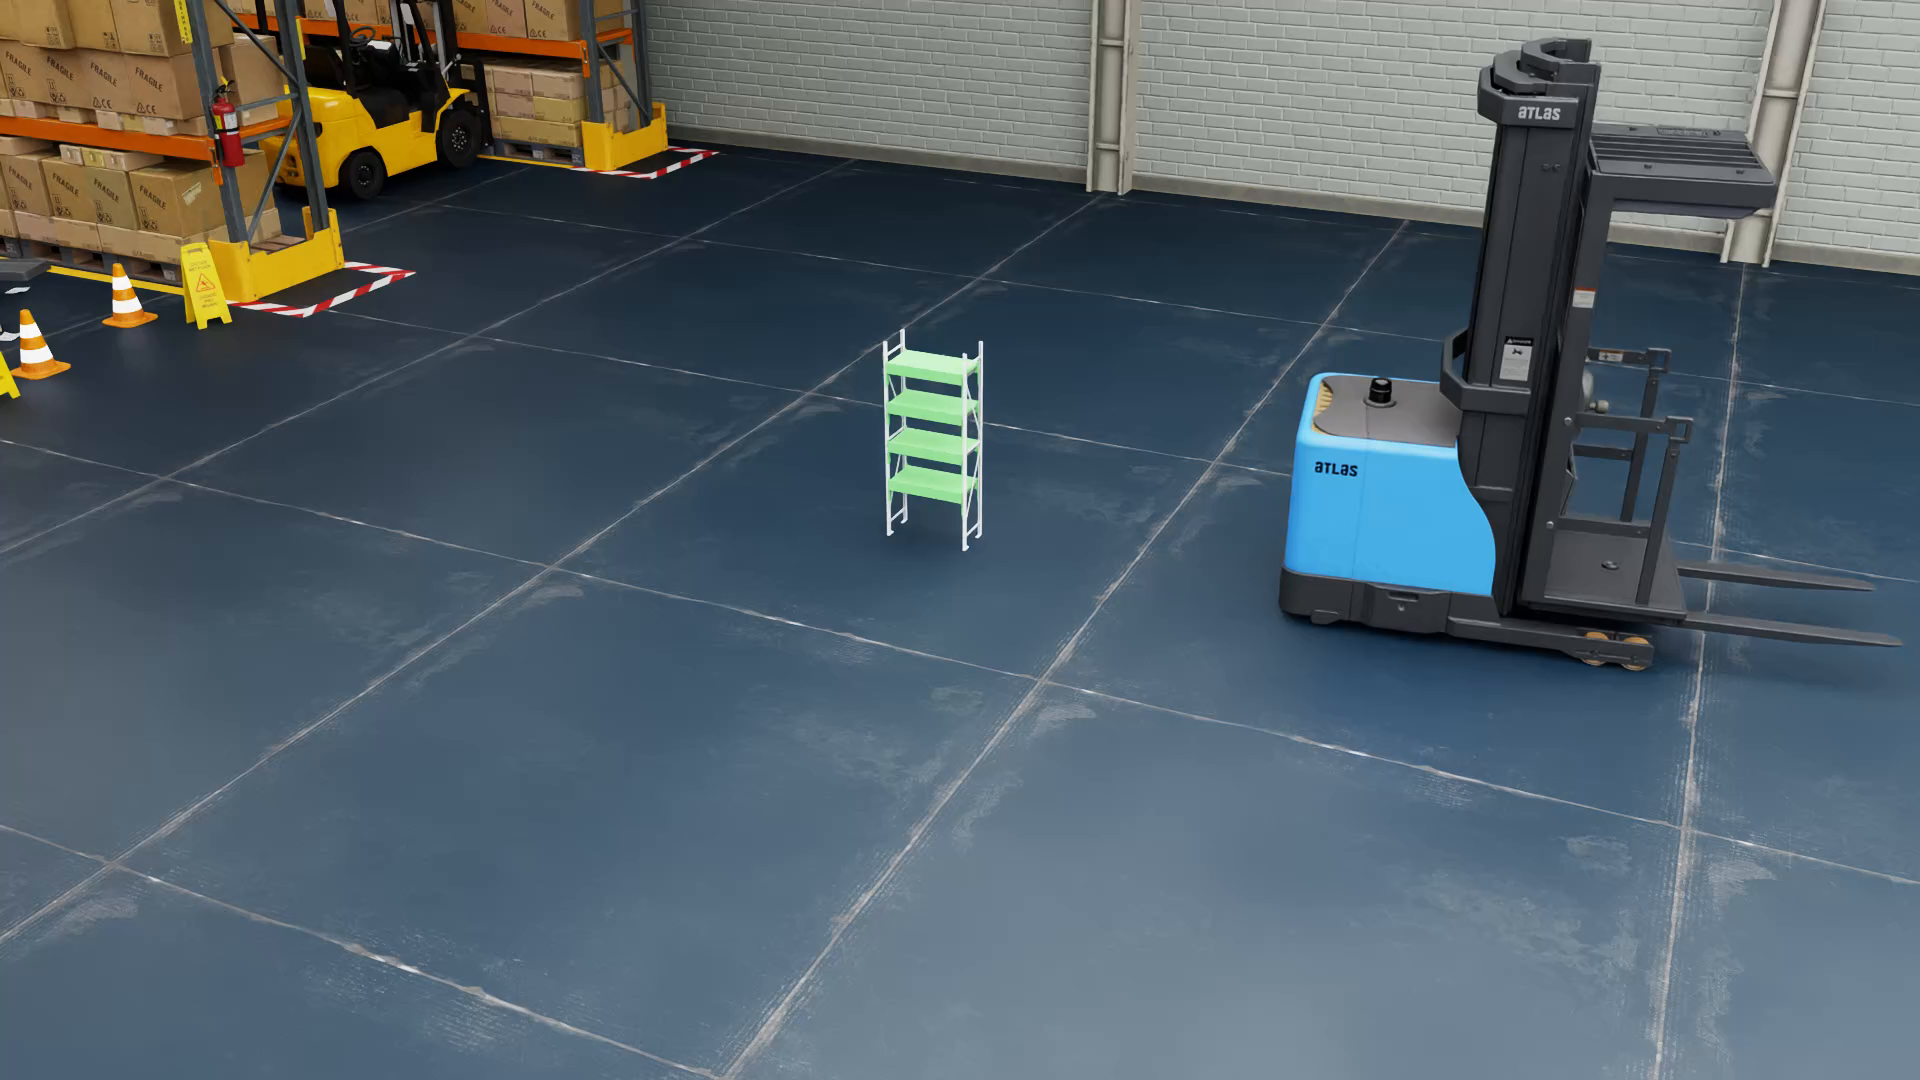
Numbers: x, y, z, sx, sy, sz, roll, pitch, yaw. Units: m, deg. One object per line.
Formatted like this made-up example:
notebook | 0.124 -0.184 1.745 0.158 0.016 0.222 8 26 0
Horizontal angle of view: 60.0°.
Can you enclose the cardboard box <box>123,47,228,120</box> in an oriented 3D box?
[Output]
cardboard box | -6.331 -3.714 13.448 0.500 0.500 0.500 11 28 21

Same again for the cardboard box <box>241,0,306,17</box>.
cardboard box | -7.880 -6.195 19.107 0.500 0.250 0.500 12 29 23

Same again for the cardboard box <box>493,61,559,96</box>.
cardboard box | -4.687 -4.997 18.009 0.500 0.250 0.500 12 29 23

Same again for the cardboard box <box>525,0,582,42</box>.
cardboard box | -4.229 -5.573 17.561 0.500 0.500 0.500 11 28 21

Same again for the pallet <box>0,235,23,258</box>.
pallet | -8.738 -2.919 15.440 1.213 0.211 1.003 11 28 22

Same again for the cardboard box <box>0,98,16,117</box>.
cardboard box | -8.050 -3.742 14.239 0.250 0.149 0.380 12 28 22

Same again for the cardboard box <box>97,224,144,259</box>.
cardboard box | -7.039 -2.640 14.353 0.500 0.250 0.500 11 28 22

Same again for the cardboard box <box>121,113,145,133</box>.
cardboard box | -6.653 -3.474 13.695 0.250 0.149 0.380 11 28 21

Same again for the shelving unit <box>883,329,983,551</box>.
shelving unit | -0.151 -0.569 9.546 0.503 1.200 0.258 11 28 22

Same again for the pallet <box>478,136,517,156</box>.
pallet | -5.492 -4.640 18.934 1.213 0.211 1.003 11 28 22

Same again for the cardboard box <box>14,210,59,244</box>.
cardboard box | -7.964 -2.828 14.736 0.500 0.250 0.500 11 28 21

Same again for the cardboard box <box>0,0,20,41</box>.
cardboard box | -7.640 -4.474 13.860 0.500 0.500 0.700 11 28 21

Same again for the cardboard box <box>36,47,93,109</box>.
cardboard box | -7.239 -3.900 13.826 0.500 0.500 0.500 11 28 22

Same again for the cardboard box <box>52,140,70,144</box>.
cardboard box | -7.786 -3.385 15.017 0.500 0.500 0.500 13 29 24

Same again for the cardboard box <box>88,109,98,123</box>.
cardboard box | -7.075 -3.613 13.976 0.250 0.149 0.380 12 29 23

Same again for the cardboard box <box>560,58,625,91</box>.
cardboard box | -4.031 -5.111 18.241 0.500 0.250 0.500 11 28 21

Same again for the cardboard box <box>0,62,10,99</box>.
cardboard box | -8.161 -4.085 14.201 0.500 0.500 0.500 11 28 21

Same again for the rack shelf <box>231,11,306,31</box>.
rack shelf | -9.134 -6.318 20.002 4.000 0.370 1.077 11 28 22

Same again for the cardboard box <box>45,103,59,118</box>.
cardboard box | -7.536 -3.704 14.163 0.250 0.149 0.380 11 28 22

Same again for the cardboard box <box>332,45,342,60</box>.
cardboard box | -7.003 -5.464 18.958 0.500 0.250 0.500 11 28 21

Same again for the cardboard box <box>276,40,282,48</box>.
cardboard box | -8.496 -5.634 20.011 0.625 0.625 0.875 11 28 21

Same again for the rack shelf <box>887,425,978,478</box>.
rack shelf | -0.151 -0.511 9.575 0.480 0.148 0.258 11 28 22

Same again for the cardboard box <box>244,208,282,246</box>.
cardboard box | -6.343 -2.761 14.599 0.500 0.250 0.500 11 28 21

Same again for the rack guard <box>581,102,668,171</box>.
rack guard | -3.650 -4.418 18.158 0.348 0.500 1.175 11 28 22

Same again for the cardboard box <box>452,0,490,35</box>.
cardboard box | -5.164 -5.765 17.951 0.500 0.500 0.500 11 28 21

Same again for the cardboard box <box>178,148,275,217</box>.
cardboard box | -6.365 -3.101 14.442 0.500 0.500 0.500 10 28 20

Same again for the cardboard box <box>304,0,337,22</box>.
cardboard box | -7.017 -6.134 18.700 0.500 0.500 0.500 11 28 20

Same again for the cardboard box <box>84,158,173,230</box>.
cardboard box | -7.037 -2.974 14.184 0.500 0.500 0.500 12 29 24

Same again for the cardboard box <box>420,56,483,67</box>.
cardboard box | -5.609 -5.181 18.383 0.500 0.250 0.500 11 28 21

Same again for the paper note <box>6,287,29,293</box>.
paper note | -7.932 -2.108 13.998 0.148 0.019 0.142 2 26 4

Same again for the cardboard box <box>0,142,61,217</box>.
cardboard box | -7.976 -3.165 14.571 0.500 0.500 0.500 13 29 24

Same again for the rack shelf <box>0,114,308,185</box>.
rack shelf | -7.544 -3.590 14.461 4.000 0.370 1.077 11 28 22

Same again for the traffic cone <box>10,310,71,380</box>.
traffic cone | -6.799 -1.461 12.193 0.334 0.463 0.336 11 28 22

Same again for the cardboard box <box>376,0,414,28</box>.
cardboard box | -6.075 -5.953 18.333 0.500 0.500 0.500 11 28 21

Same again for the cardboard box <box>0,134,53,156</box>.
cardboard box | -8.135 -3.456 14.428 0.250 0.149 0.380 13 29 25

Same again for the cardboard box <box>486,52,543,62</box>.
cardboard box | -4.938 -5.297 18.618 0.500 0.250 0.500 11 28 21

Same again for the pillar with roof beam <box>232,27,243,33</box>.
pillar with roof beam | -11.176 -8.091 15.996 0.400 9.000 9.100 11 28 22

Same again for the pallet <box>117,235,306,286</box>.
pallet | -6.517 -2.473 14.534 1.213 0.211 1.003 11 28 22

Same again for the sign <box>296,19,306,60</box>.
sign | -5.499 -4.154 13.811 0.005 0.325 0.100 11 28 22

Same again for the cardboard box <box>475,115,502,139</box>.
cardboard box | -5.131 -4.647 18.431 0.500 0.250 0.500 12 29 22

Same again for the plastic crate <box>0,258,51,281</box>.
plastic crate | -8.275 -2.352 14.437 0.583 0.080 0.402 2 26 4

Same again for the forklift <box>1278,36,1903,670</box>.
forklift | 3.275 -0.917 8.293 3.031 2.935 1.130 7 27 14

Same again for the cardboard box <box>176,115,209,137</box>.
cardboard box | -6.152 -3.417 13.579 0.250 0.149 0.380 12 29 24

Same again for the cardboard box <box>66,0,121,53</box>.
cardboard box | -6.736 -4.275 13.456 0.500 0.500 0.700 12 29 22

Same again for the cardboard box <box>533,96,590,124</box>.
cardboard box | -4.244 -4.686 17.944 0.500 0.250 0.500 11 28 21

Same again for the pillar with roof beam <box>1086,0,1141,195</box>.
pillar with roof beam | -0.253 -5.897 11.540 0.400 9.000 9.100 11 28 22

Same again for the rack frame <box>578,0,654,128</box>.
rack frame | -3.672 -5.544 17.614 0.127 3.000 1.000 11 28 22

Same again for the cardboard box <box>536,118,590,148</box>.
cardboard box | -4.230 -4.458 18.046 0.500 0.250 0.500 12 28 22

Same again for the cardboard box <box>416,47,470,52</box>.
cardboard box | -5.863 -5.482 18.994 0.500 0.250 0.500 12 28 22

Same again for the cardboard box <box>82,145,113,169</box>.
cardboard box | -7.150 -3.259 14.027 0.250 0.149 0.380 12 29 23

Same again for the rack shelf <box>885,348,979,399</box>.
rack shelf | -0.151 -0.942 9.363 0.480 0.148 0.258 11 28 22

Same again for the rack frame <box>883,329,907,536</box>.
rack frame | -0.373 -0.613 9.637 0.015 1.200 0.240 11 28 22

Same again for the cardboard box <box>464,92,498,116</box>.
cardboard box | -5.175 -4.868 18.314 0.500 0.250 0.500 11 28 21

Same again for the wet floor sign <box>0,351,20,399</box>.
wet floor sign | -6.834 -1.273 11.605 0.232 0.644 0.267 6 27 13
